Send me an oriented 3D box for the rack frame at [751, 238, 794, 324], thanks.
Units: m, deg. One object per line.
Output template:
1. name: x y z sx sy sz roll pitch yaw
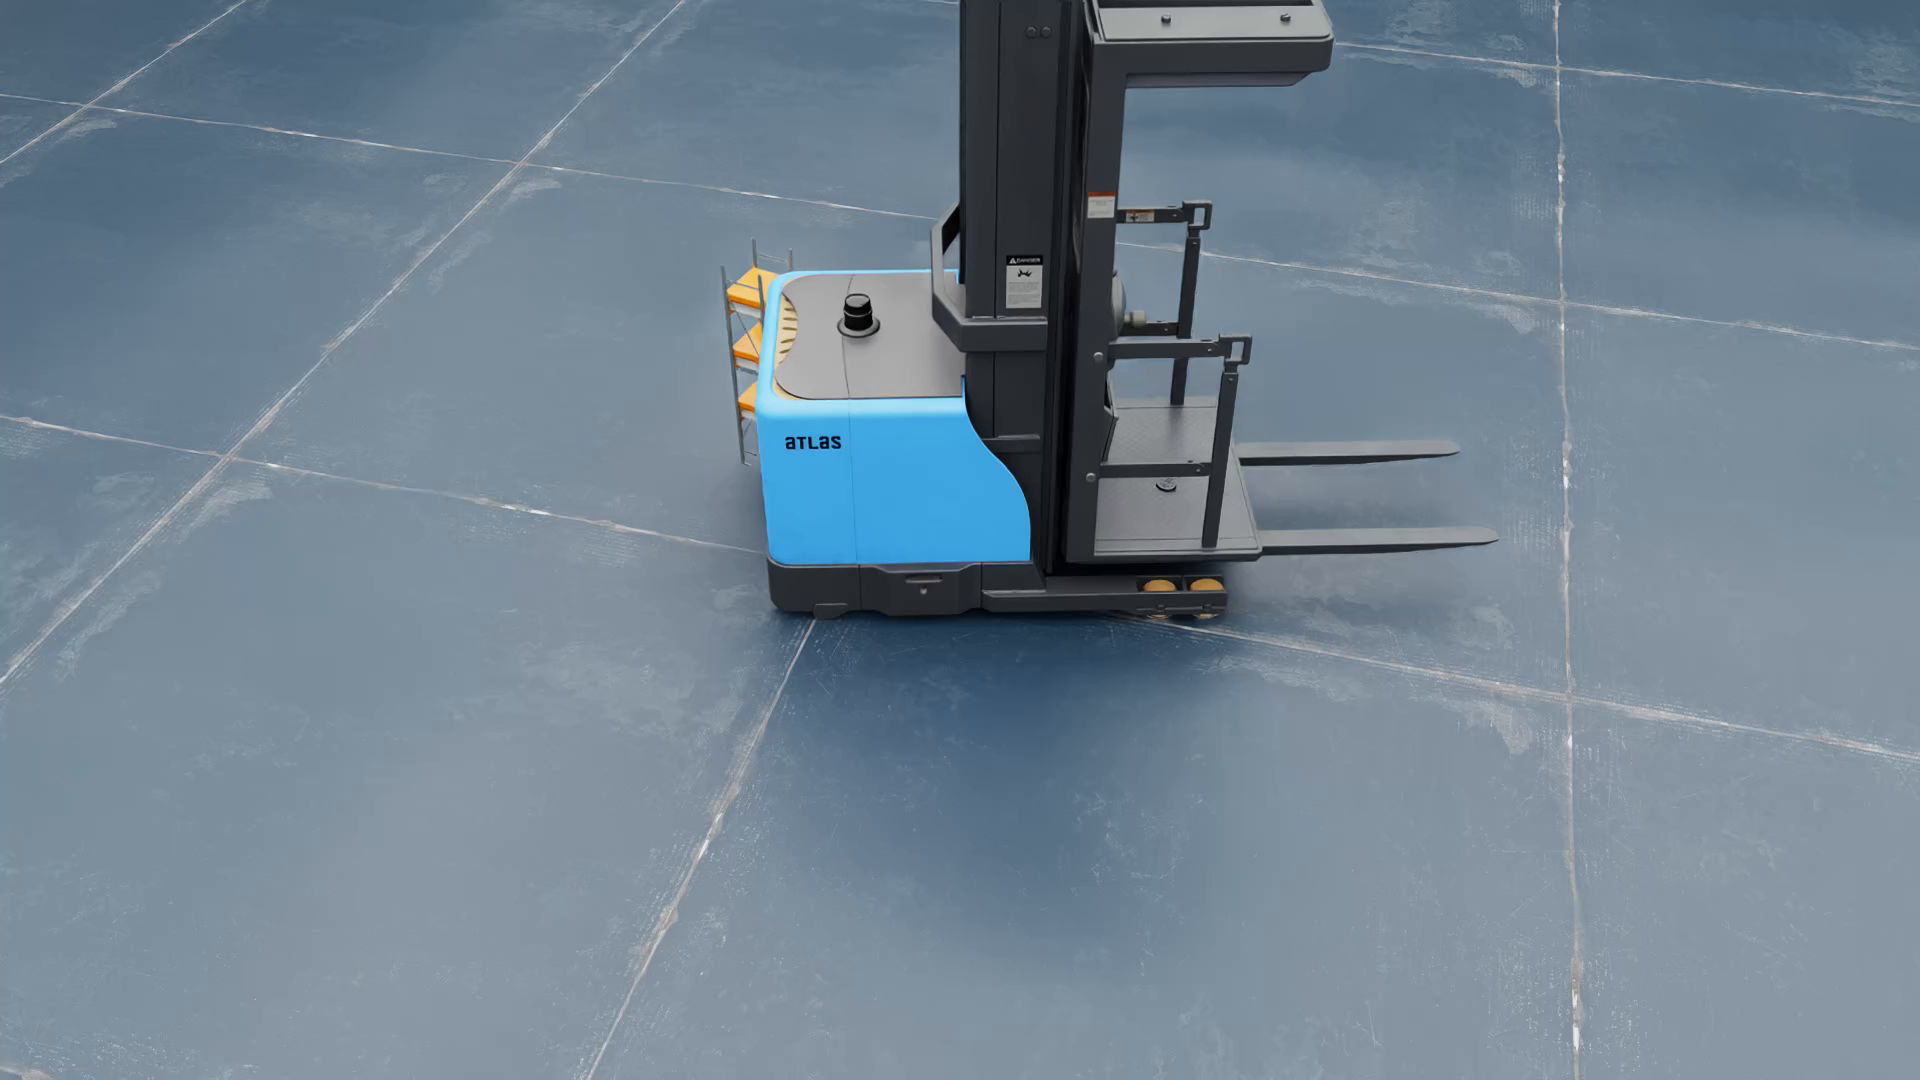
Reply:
1. rack frame: -0.809 -0.869 7.468 0.200 1.050 0.008 18 43 20

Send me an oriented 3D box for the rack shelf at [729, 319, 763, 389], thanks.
1. rack shelf: -0.863 -0.791 7.391 0.215 0.259 0.240 18 43 20

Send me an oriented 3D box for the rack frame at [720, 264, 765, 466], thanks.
1. rack frame: -0.918 -0.728 7.301 0.200 1.050 0.008 18 43 20

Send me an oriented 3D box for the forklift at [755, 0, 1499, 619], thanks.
1. forklift: 0.717 -1.138 6.326 3.031 2.935 1.130 -1 40 -1

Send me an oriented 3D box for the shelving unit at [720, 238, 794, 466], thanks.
1. shelving unit: -0.863 -0.799 7.385 0.215 1.050 0.252 18 43 20

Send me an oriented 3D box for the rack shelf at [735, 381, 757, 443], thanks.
1. rack shelf: -0.863 -0.578 7.570 0.215 0.259 0.240 18 43 20

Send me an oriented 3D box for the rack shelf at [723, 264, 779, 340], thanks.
1. rack shelf: -0.863 -1.008 7.209 0.215 0.259 0.240 18 43 20
